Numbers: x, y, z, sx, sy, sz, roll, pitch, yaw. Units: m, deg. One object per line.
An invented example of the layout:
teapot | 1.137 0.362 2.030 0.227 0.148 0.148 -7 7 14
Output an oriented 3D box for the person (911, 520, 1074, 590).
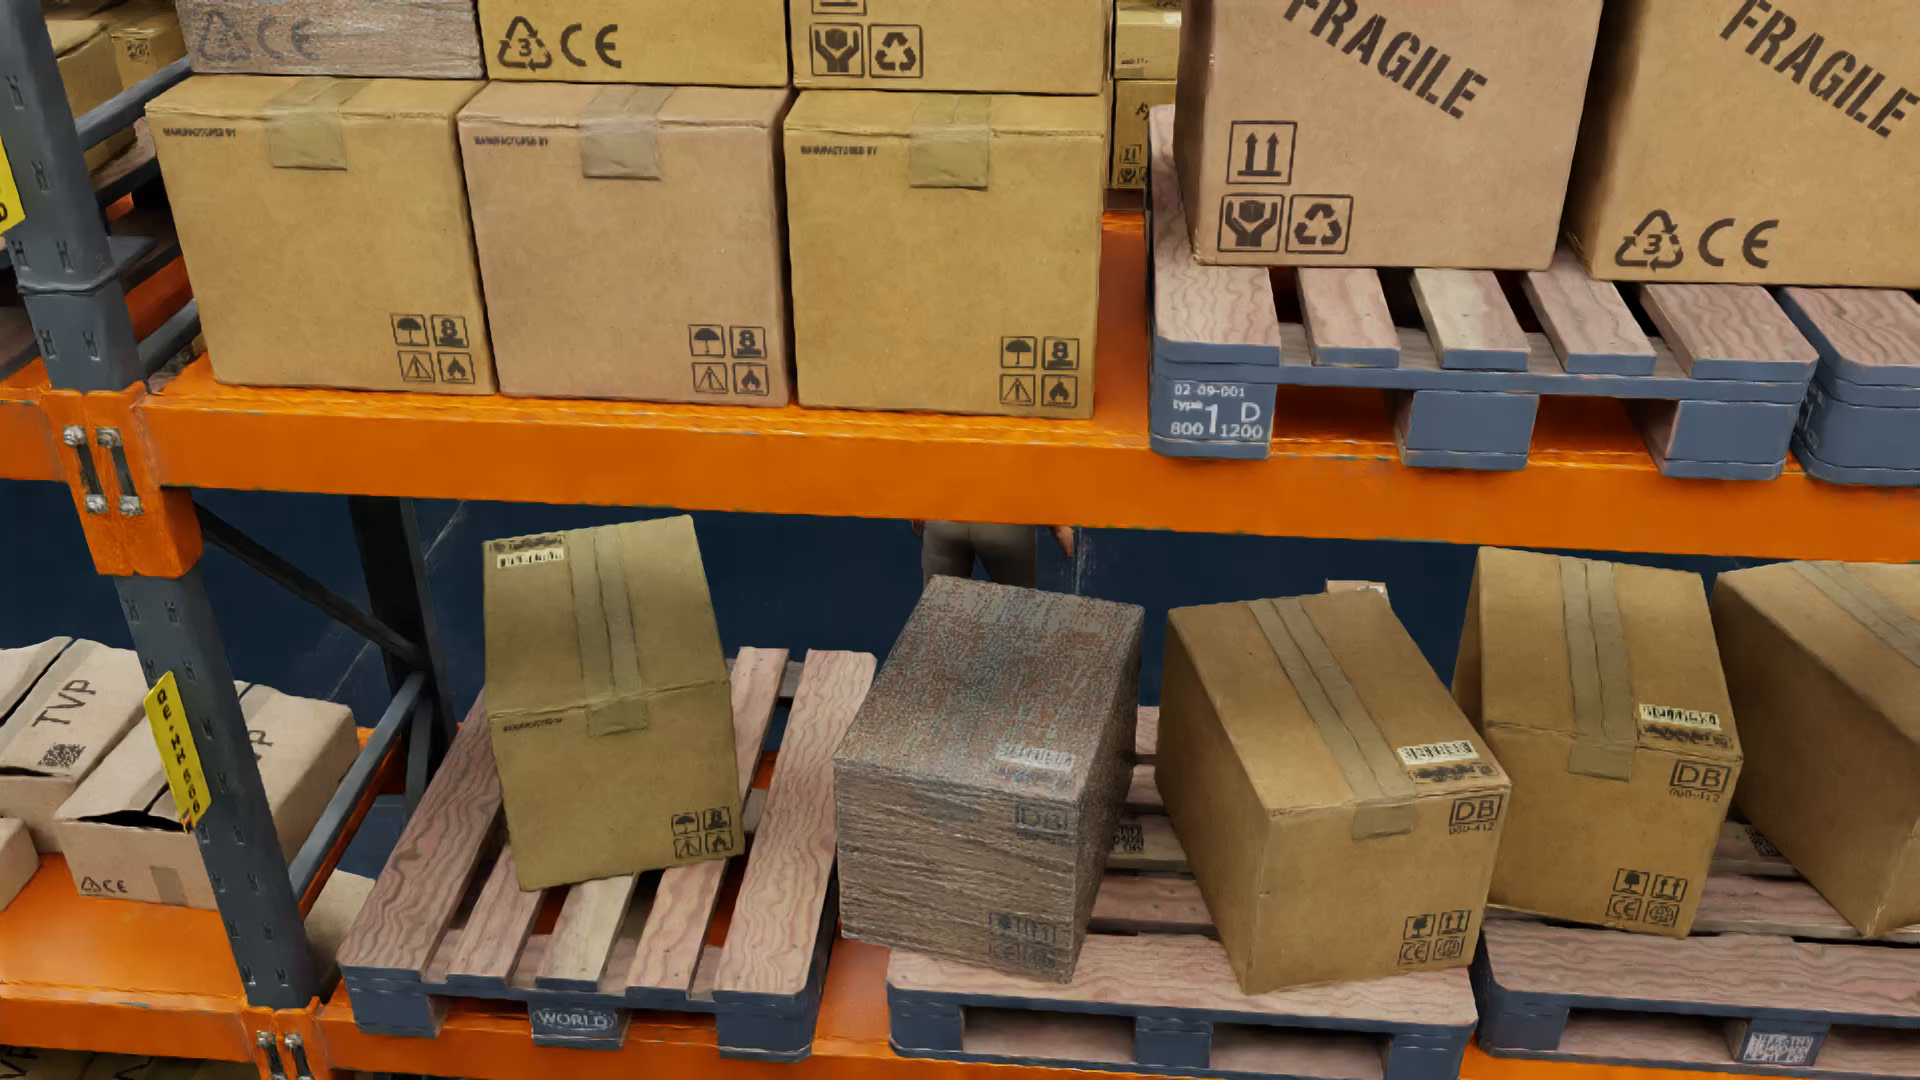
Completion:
person | 0.118 -0.108 6.283 0.666 1.721 0.599 9 33 14
